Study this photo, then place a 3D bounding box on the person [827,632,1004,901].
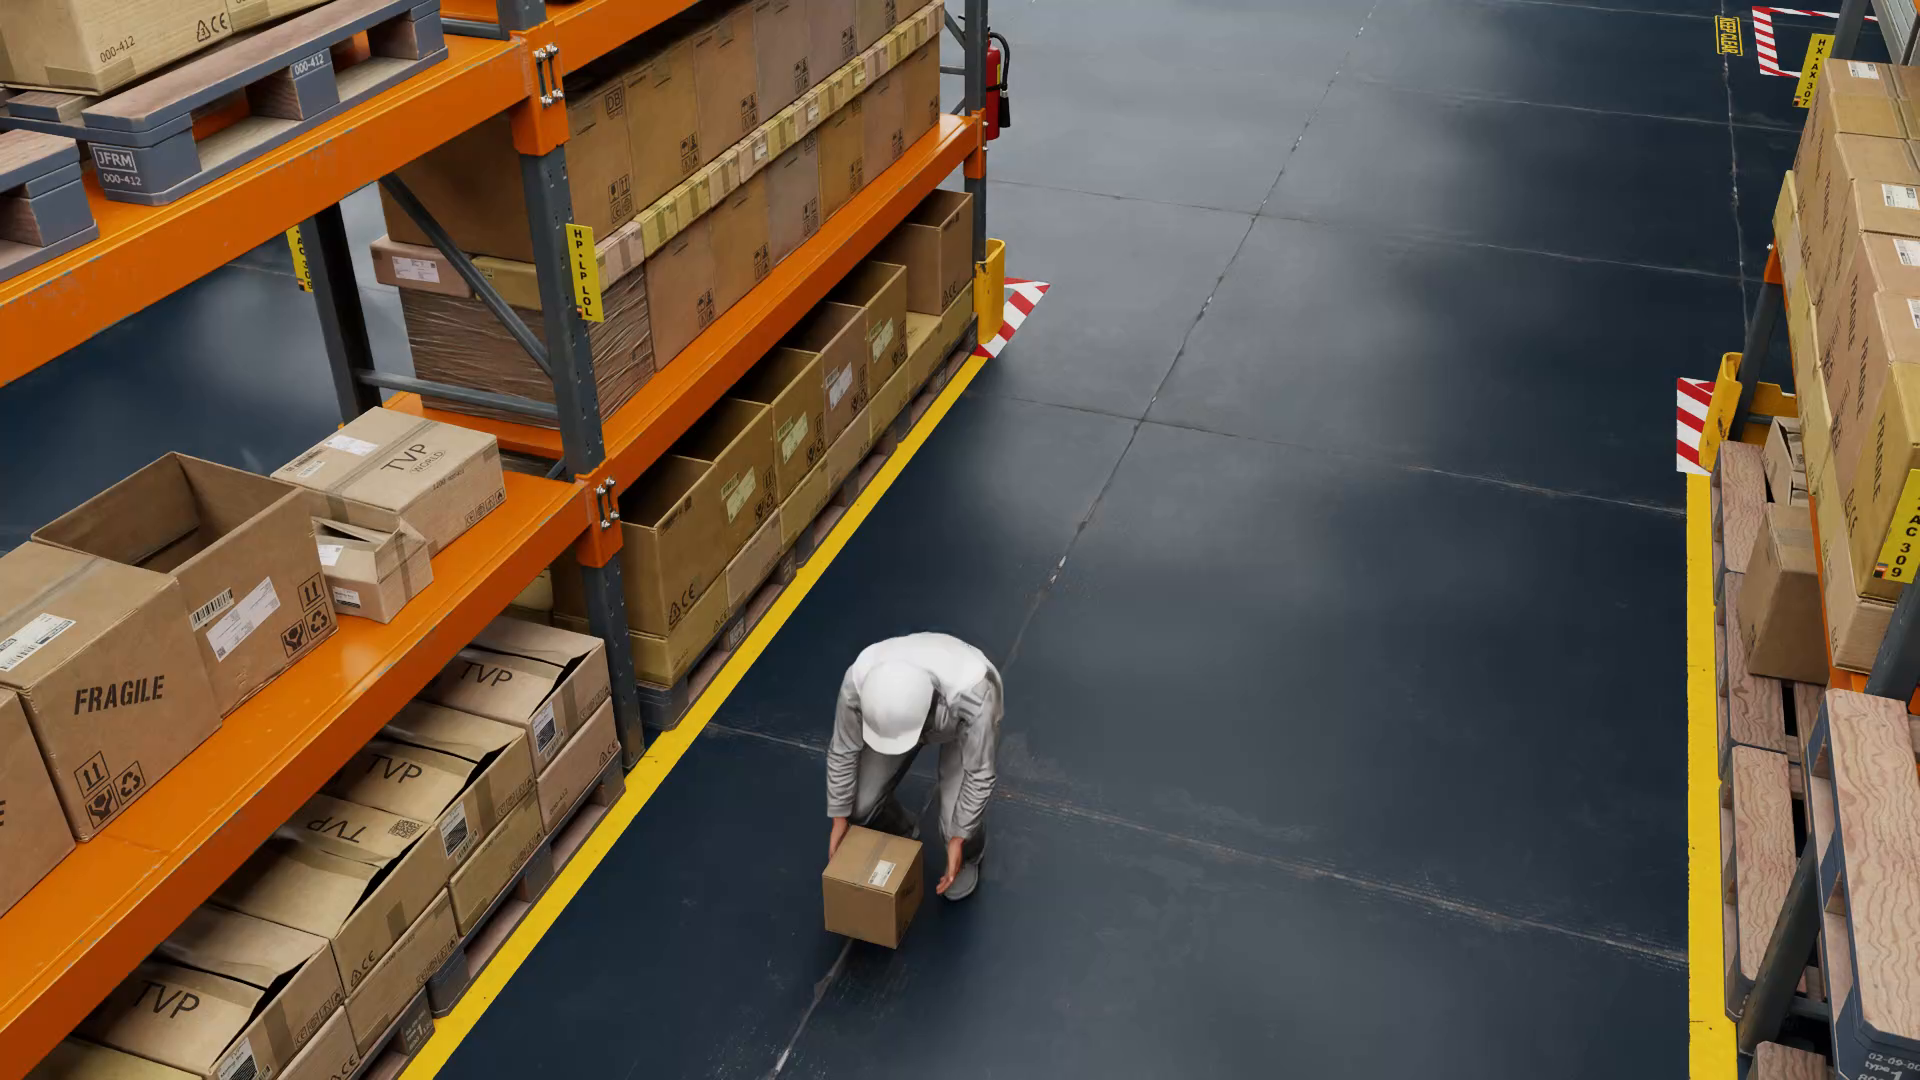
[{"bbox_3d":[-0.109,0.716,5.547,0.570,1.196,0.850,11,35,16],"label":"person"}]
